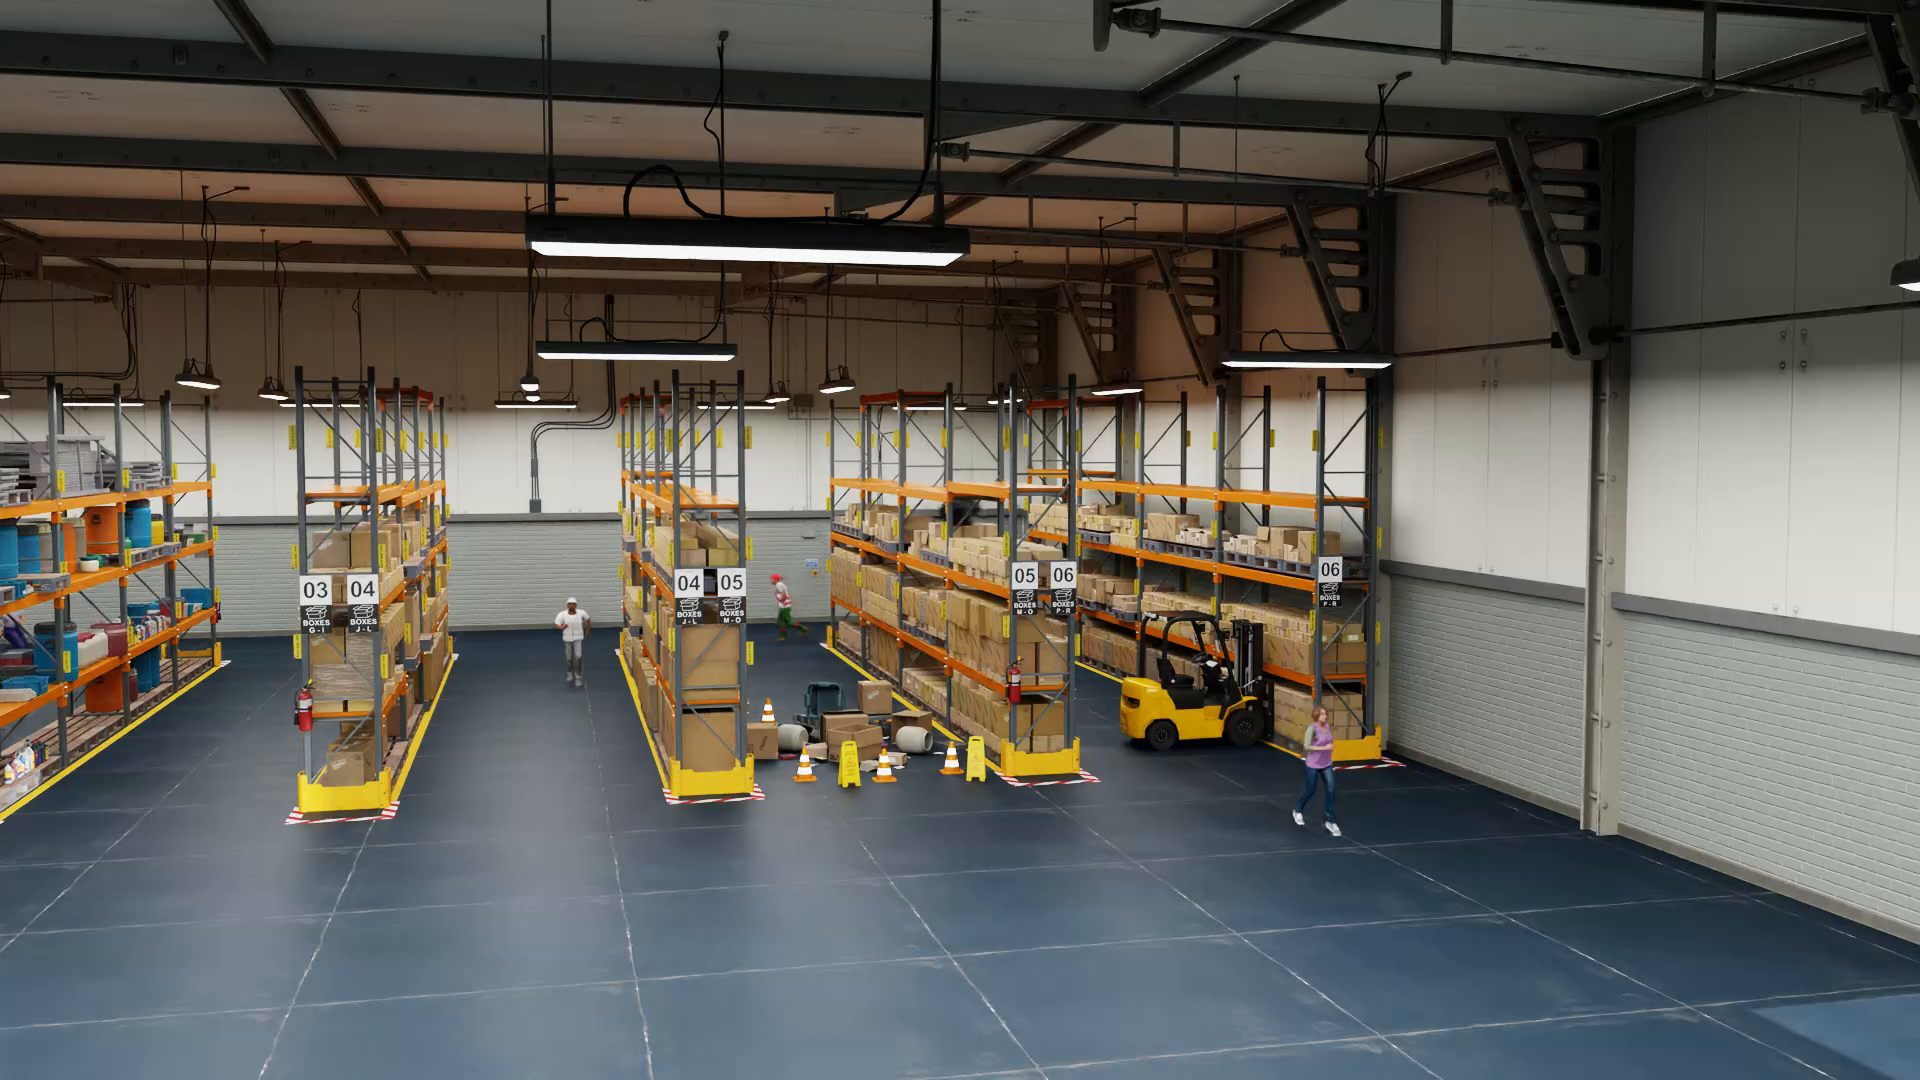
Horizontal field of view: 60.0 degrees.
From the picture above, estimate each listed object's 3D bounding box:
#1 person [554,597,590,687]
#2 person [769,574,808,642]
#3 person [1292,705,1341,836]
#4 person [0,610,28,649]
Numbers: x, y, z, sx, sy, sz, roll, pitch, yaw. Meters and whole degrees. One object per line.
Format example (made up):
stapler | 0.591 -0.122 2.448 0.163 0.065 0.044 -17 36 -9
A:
person | -7.949 2.082 34.092 0.719 1.835 0.786 -1 3 -12
person | -4.269 1.694 41.389 0.967 1.721 0.644 0 3 1
person | 4.562 2.916 21.279 0.565 1.631 0.778 -2 4 -30
person | -20.762 2.035 36.488 0.807 1.563 0.671 1 4 19
